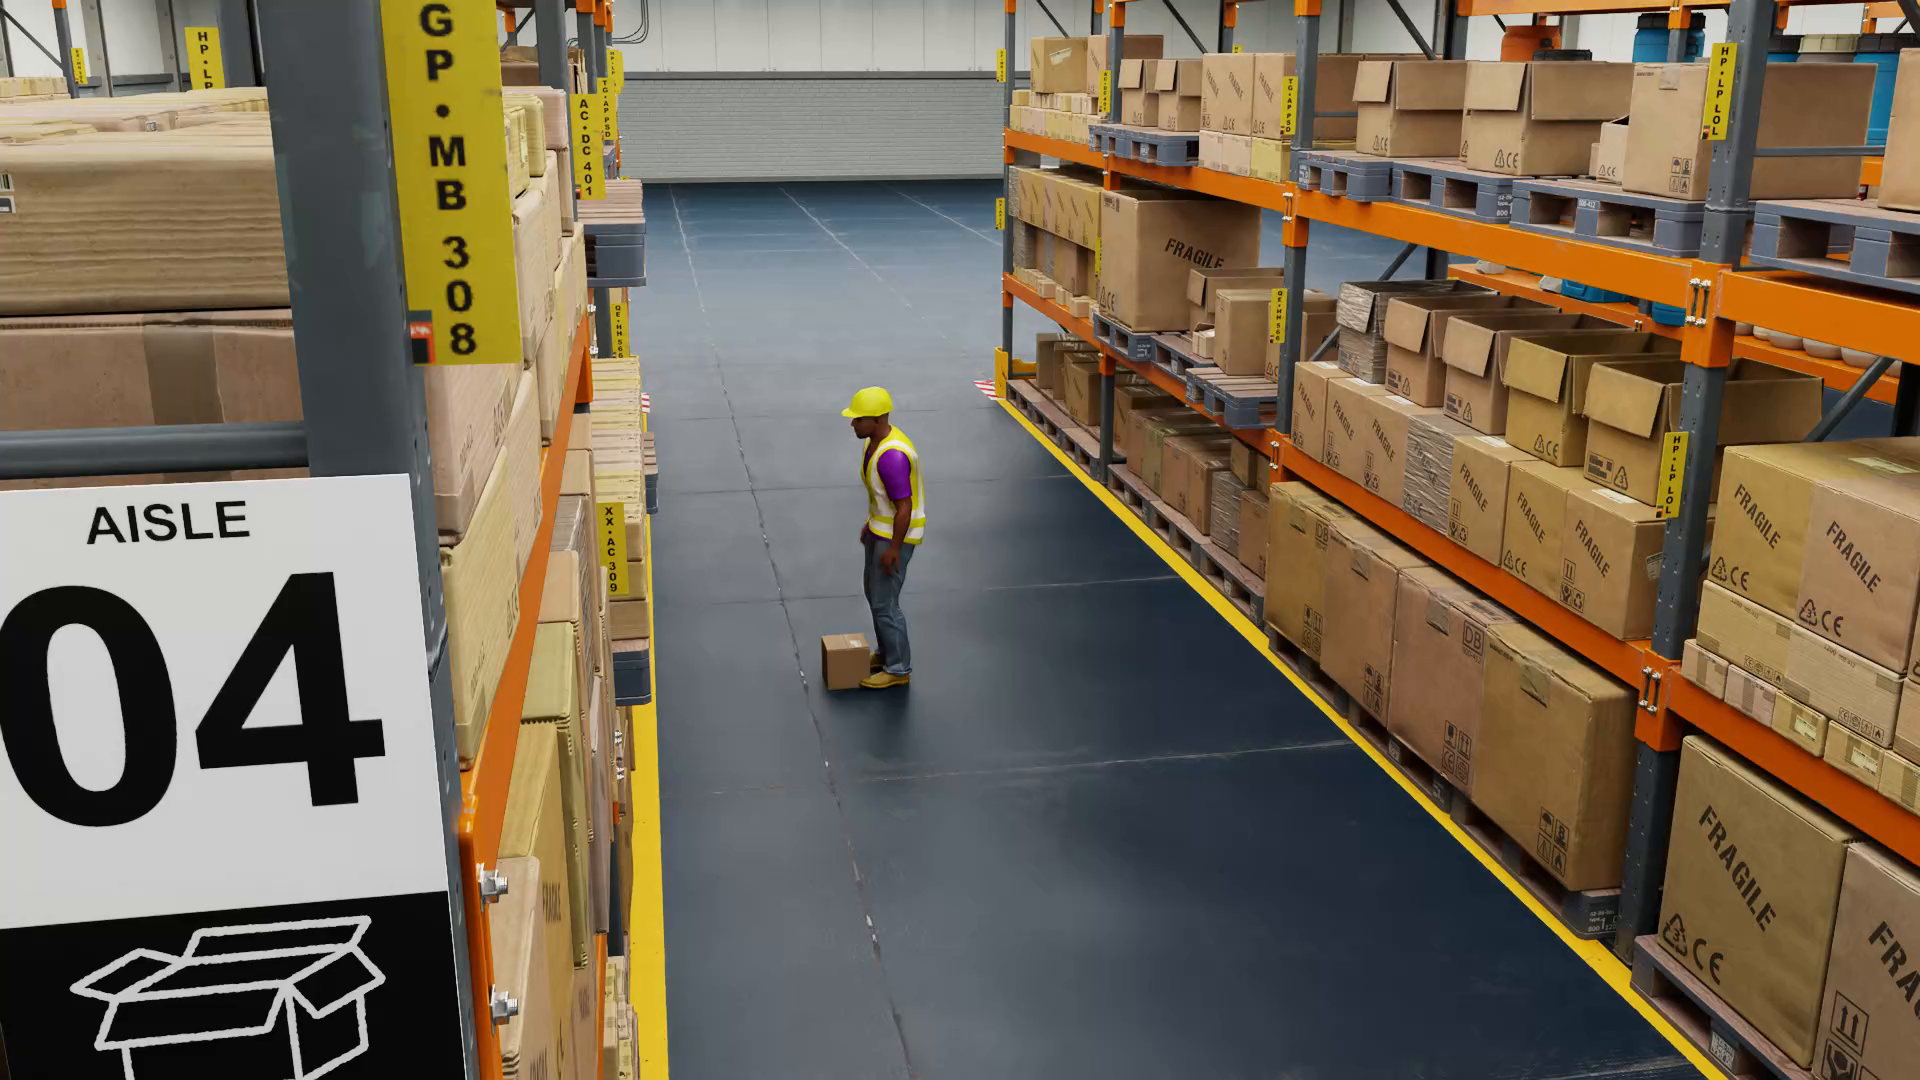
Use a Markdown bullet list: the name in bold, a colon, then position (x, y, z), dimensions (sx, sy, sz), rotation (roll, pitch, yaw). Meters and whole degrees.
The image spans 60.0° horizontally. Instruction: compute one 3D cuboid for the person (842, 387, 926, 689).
- **person**: position (-0.443, -0.024, 9.586), dimensions (0.462, 1.759, 0.632), rotation (-4, 17, -14)
